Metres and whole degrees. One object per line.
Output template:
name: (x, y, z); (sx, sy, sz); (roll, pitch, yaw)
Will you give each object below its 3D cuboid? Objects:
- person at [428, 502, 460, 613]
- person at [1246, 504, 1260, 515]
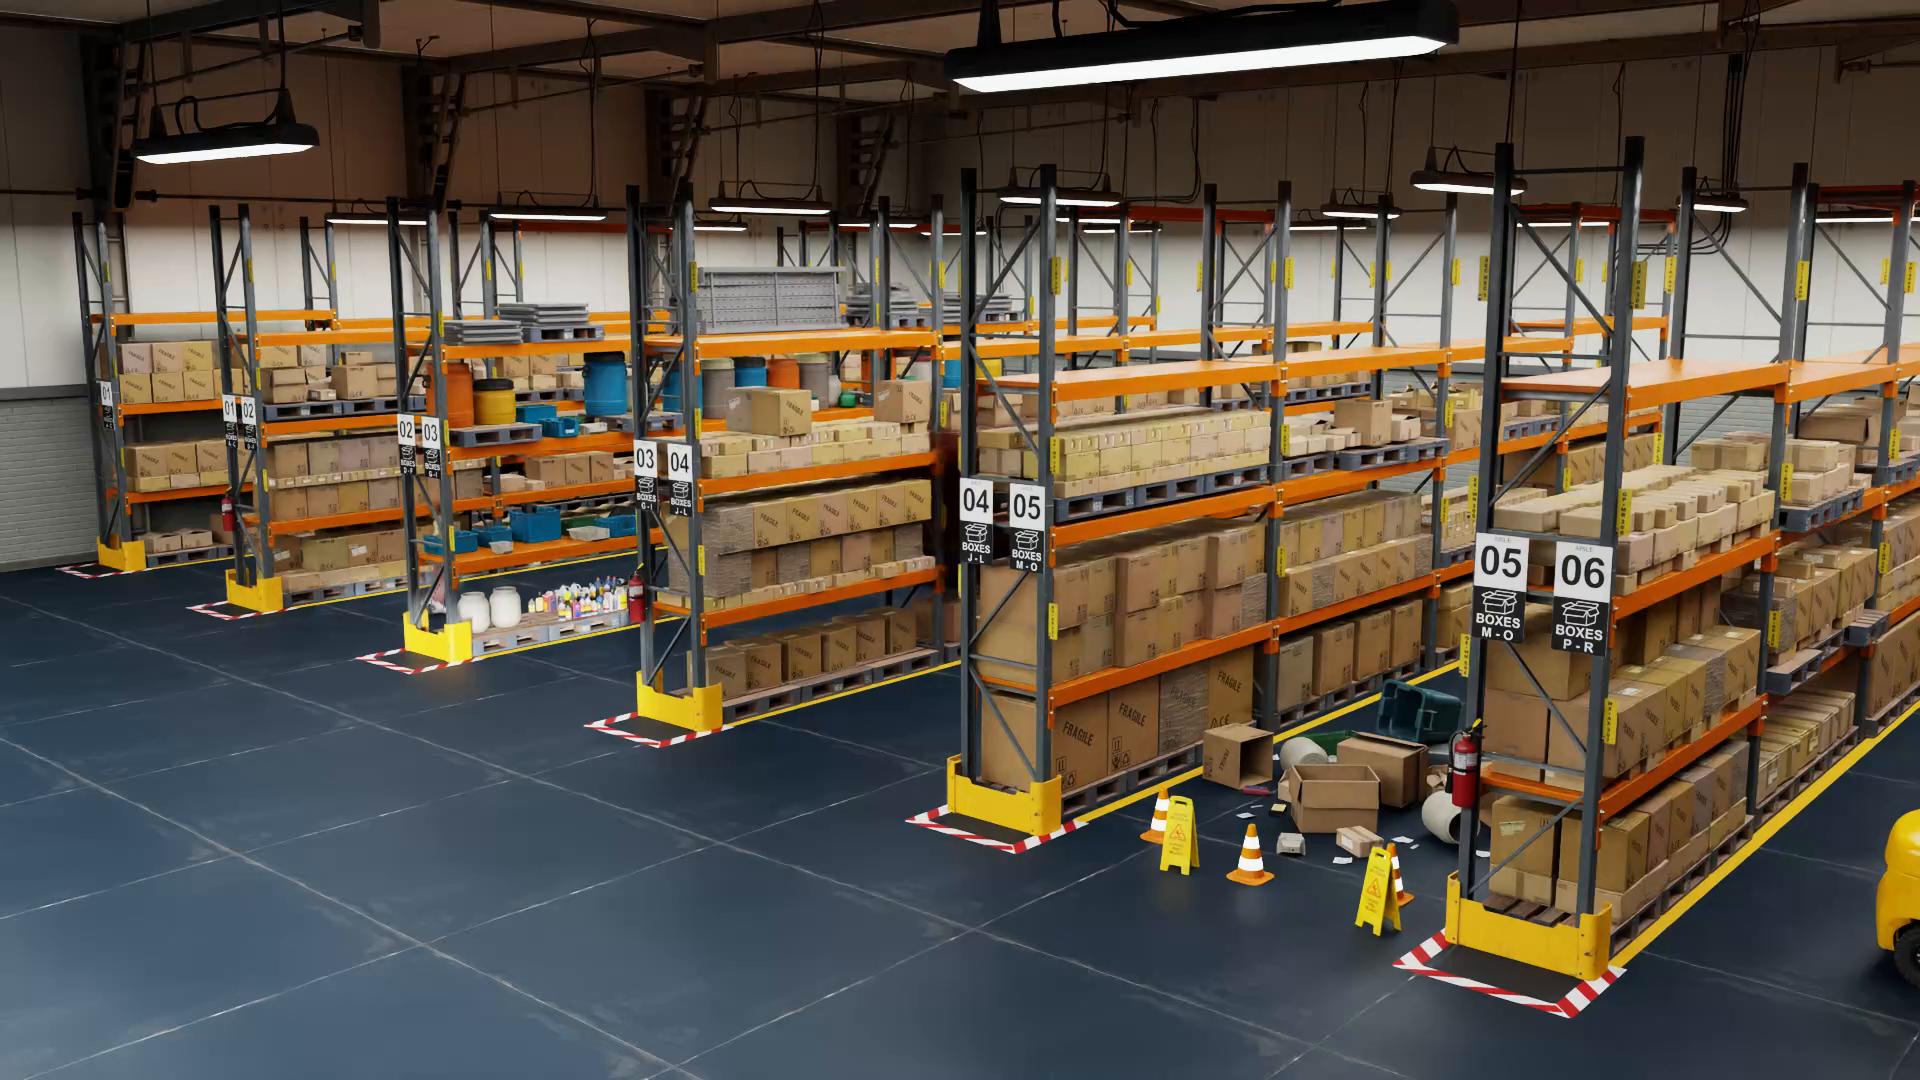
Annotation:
person: (-7.720, 0.260, 24.662); (0.474, 1.660, 0.517); (-6, 11, -34)
person: (4.313, 0.224, 24.672); (0.620, 1.708, 1.085); (9, 13, 43)
